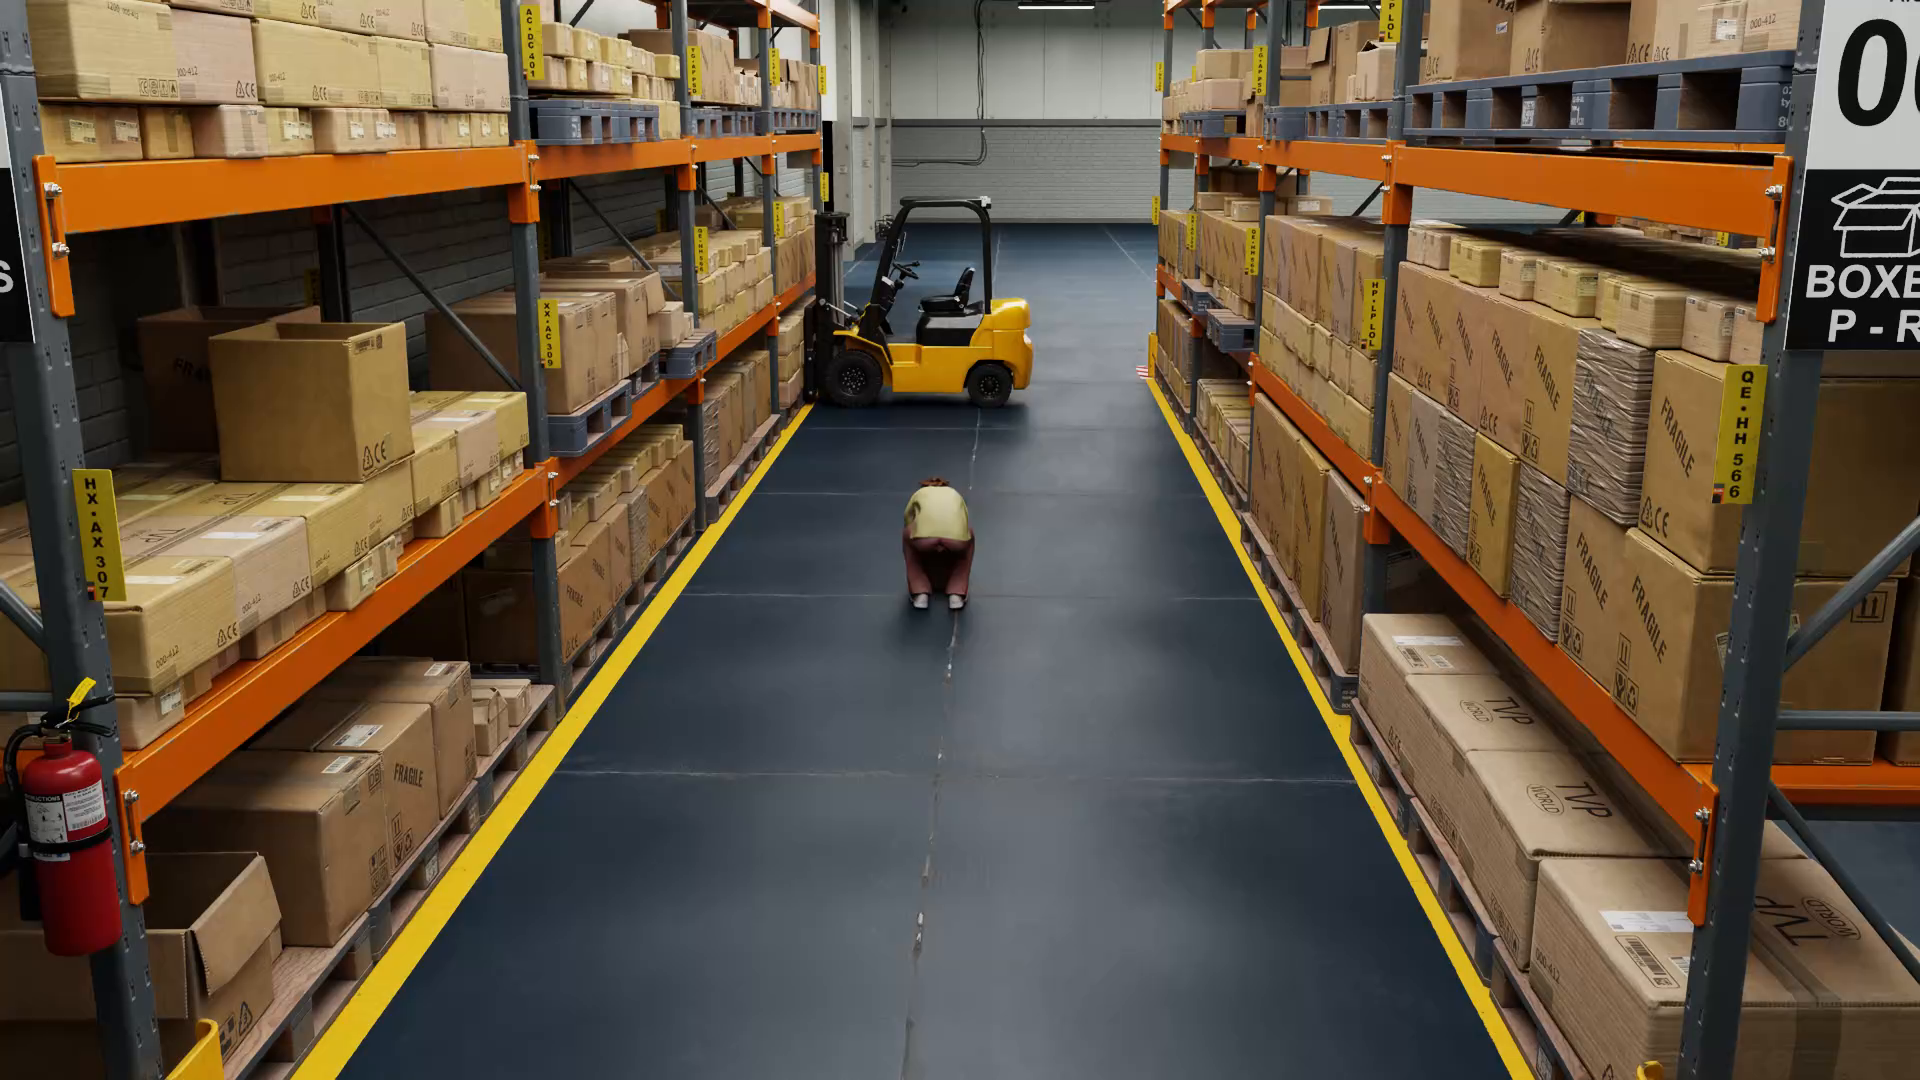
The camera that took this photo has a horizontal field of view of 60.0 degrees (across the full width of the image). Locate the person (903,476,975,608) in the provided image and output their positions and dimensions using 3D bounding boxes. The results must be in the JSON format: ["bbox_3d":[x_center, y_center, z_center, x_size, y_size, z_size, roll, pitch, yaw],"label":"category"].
[{"bbox_3d":[-0.135,0.007,10.439,0.457,0.756,0.864,0,14,0],"label":"person"}]
